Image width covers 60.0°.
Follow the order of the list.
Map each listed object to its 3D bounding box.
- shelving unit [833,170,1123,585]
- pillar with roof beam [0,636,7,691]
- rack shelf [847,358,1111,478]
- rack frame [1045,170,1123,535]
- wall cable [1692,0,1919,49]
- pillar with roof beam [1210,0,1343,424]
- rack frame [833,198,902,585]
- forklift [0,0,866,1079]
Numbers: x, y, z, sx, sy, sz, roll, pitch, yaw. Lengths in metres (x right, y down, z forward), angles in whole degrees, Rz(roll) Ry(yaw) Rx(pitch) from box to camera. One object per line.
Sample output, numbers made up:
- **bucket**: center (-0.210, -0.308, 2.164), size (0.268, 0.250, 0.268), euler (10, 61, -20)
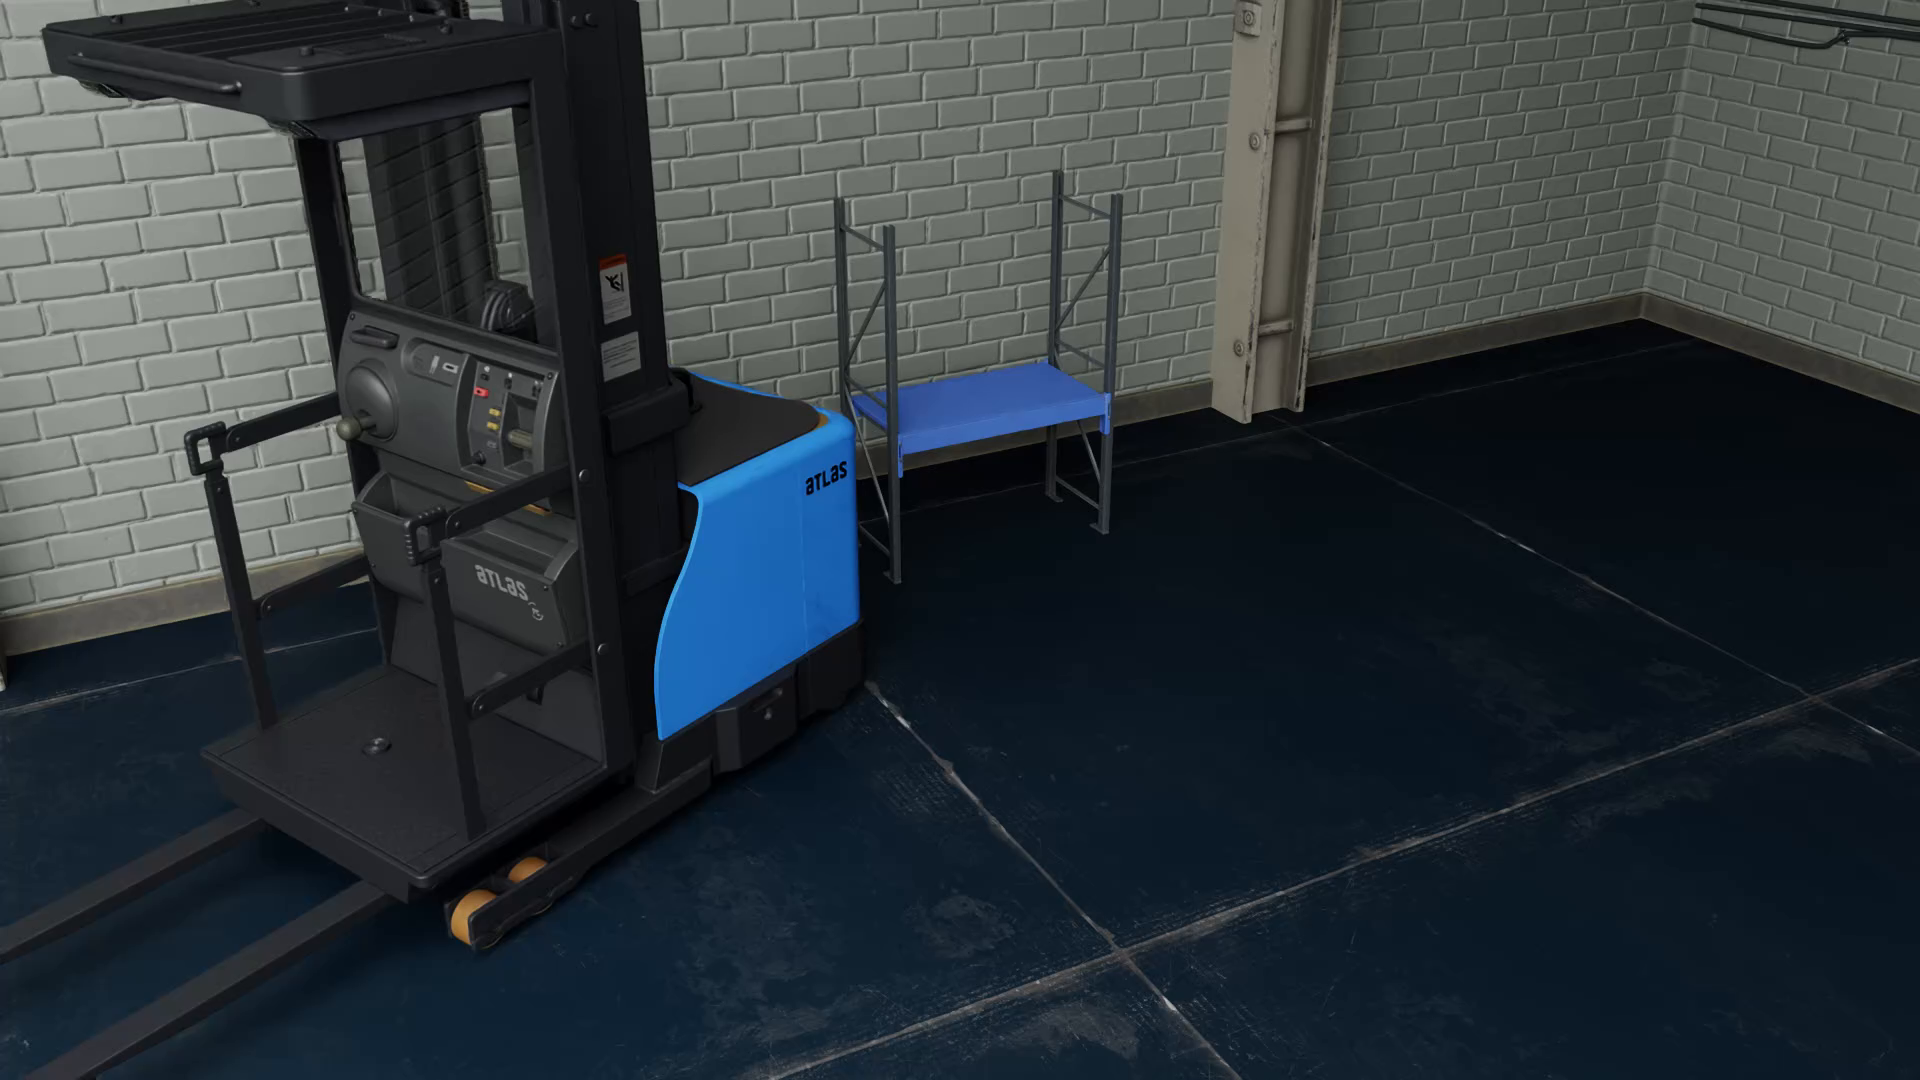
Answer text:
- **shelving unit**: center (0.075, -0.693, 6.962), size (1.048, 1.500, 0.538), euler (-13, 29, -25)
- **pillar with roof beam**: center (-1.722, -1.882, 0.774), size (0.400, 9.000, 9.100), euler (-13, 29, -25)
- **rack shelf**: center (0.075, -0.531, 7.039), size (1.000, 0.185, 0.538), euler (-13, 29, -25)
- **rack frame**: center (0.524, -0.797, 7.177), size (0.032, 1.500, 0.500), euler (-13, 29, -25)
- **wall cable**: center (4.768, -3.444, 7.613), size (0.112, 2.526, 3.097), euler (-13, 29, -25)
- **pillar with roof beam**: center (3.572, -3.105, 3.319), size (0.400, 9.000, 9.100), euler (-13, 29, -25)
- **rack frame**: center (-0.373, -0.590, 6.746), size (0.032, 1.500, 0.500), euler (-13, 29, -25)
- **forklift**: center (-1.616, -0.382, 4.660), size (1.130, 2.935, 3.031), euler (18, 31, 32)
